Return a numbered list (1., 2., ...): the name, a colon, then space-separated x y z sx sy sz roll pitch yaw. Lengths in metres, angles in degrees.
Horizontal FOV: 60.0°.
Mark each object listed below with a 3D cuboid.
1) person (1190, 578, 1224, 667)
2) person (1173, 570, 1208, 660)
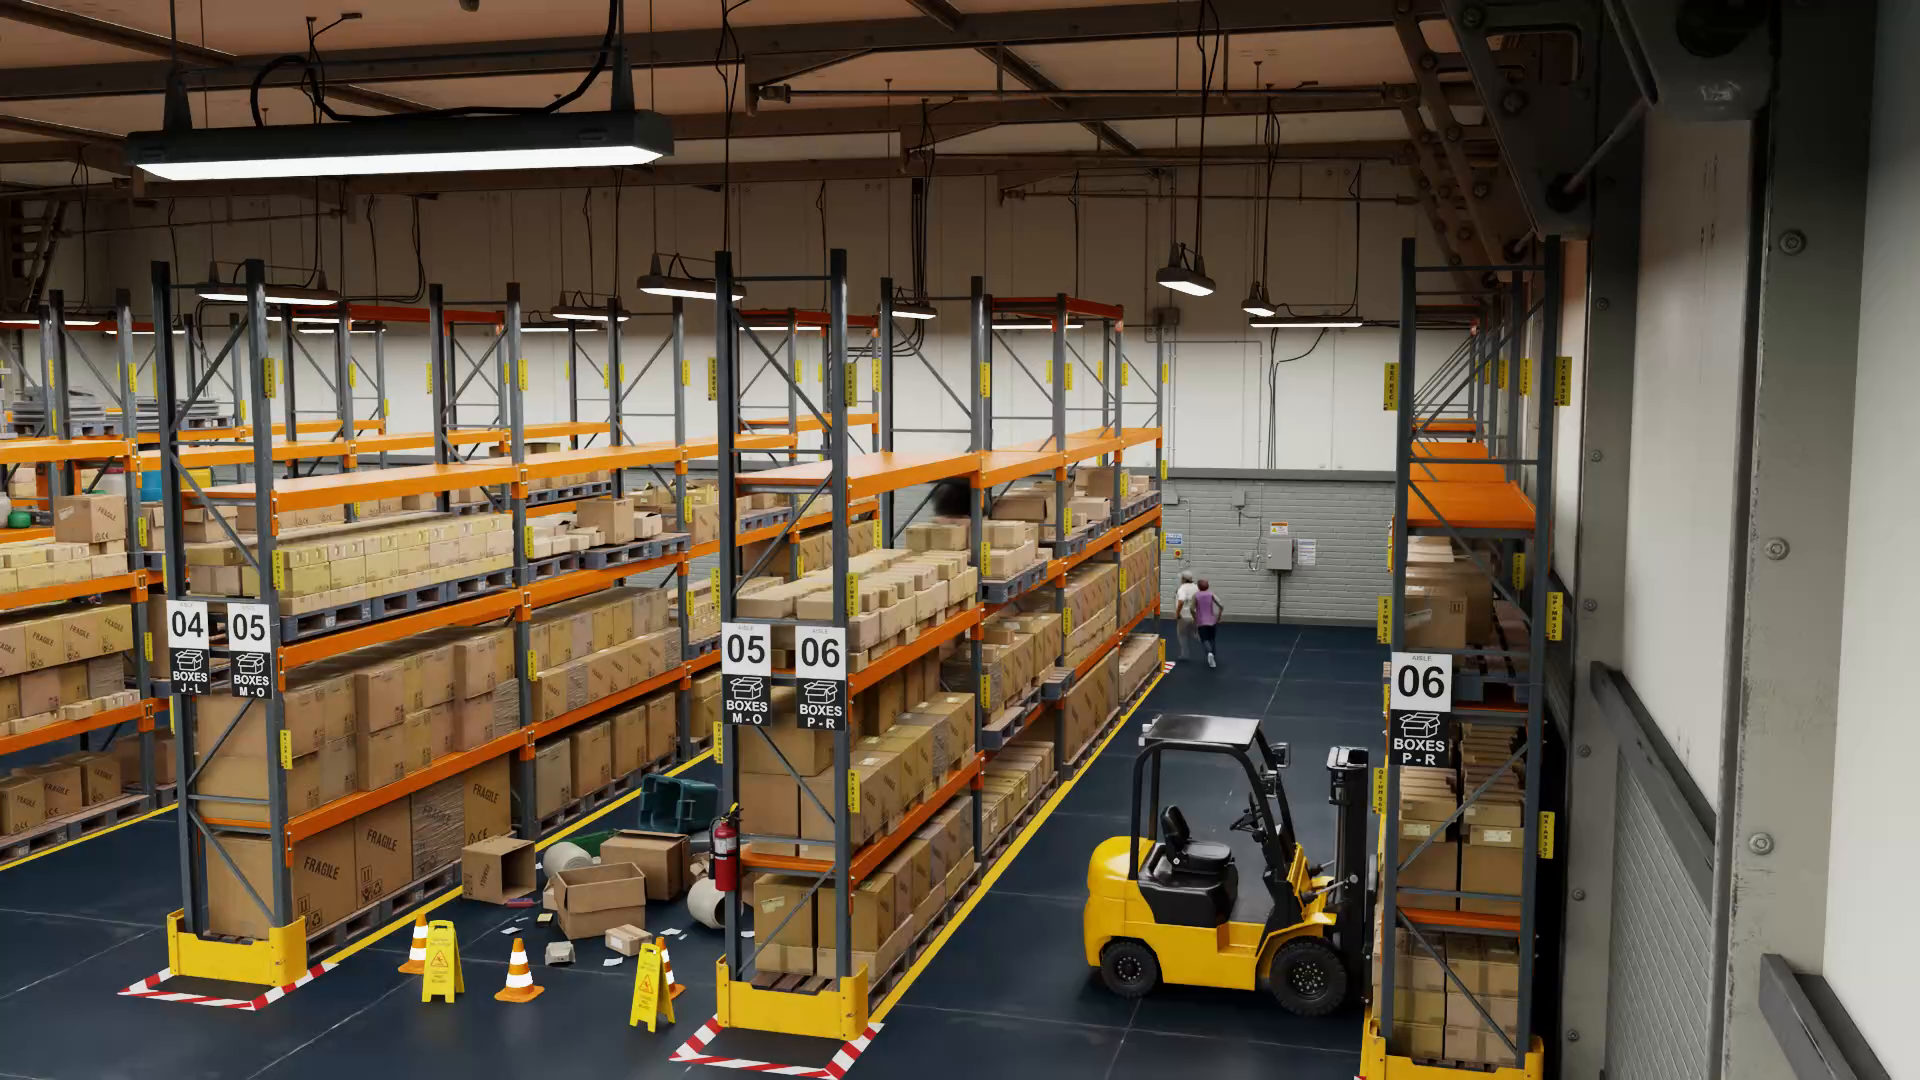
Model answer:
1. person: 4.177 1.432 28.164 0.572 1.559 0.635 0 6 -3
2. person: 3.946 1.323 28.781 0.669 1.618 0.808 -4 7 -35
